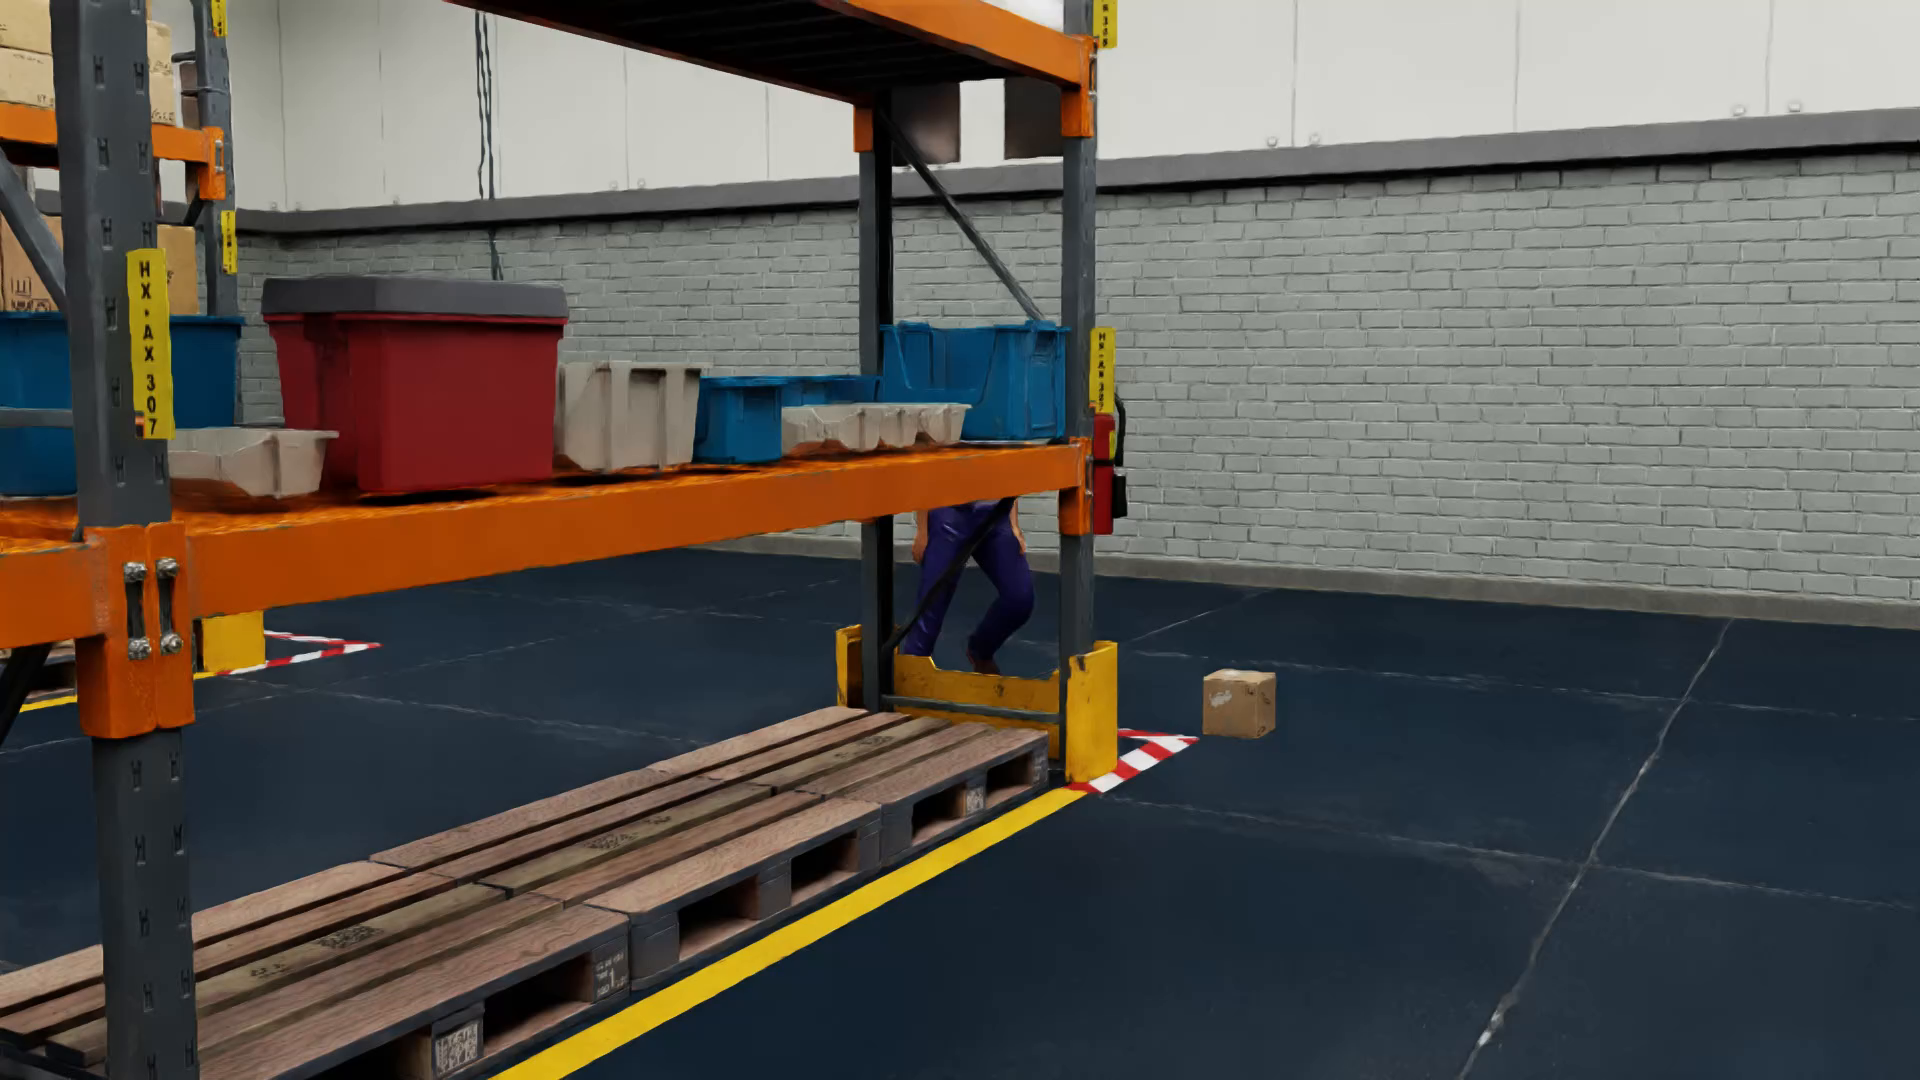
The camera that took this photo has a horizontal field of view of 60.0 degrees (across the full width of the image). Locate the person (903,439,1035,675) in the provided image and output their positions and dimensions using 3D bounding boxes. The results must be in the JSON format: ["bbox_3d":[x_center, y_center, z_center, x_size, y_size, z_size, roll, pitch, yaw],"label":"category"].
[{"bbox_3d":[-0.004,-0.031,7.737,0.625,1.629,0.452,-4,7,-35],"label":"person"}]
